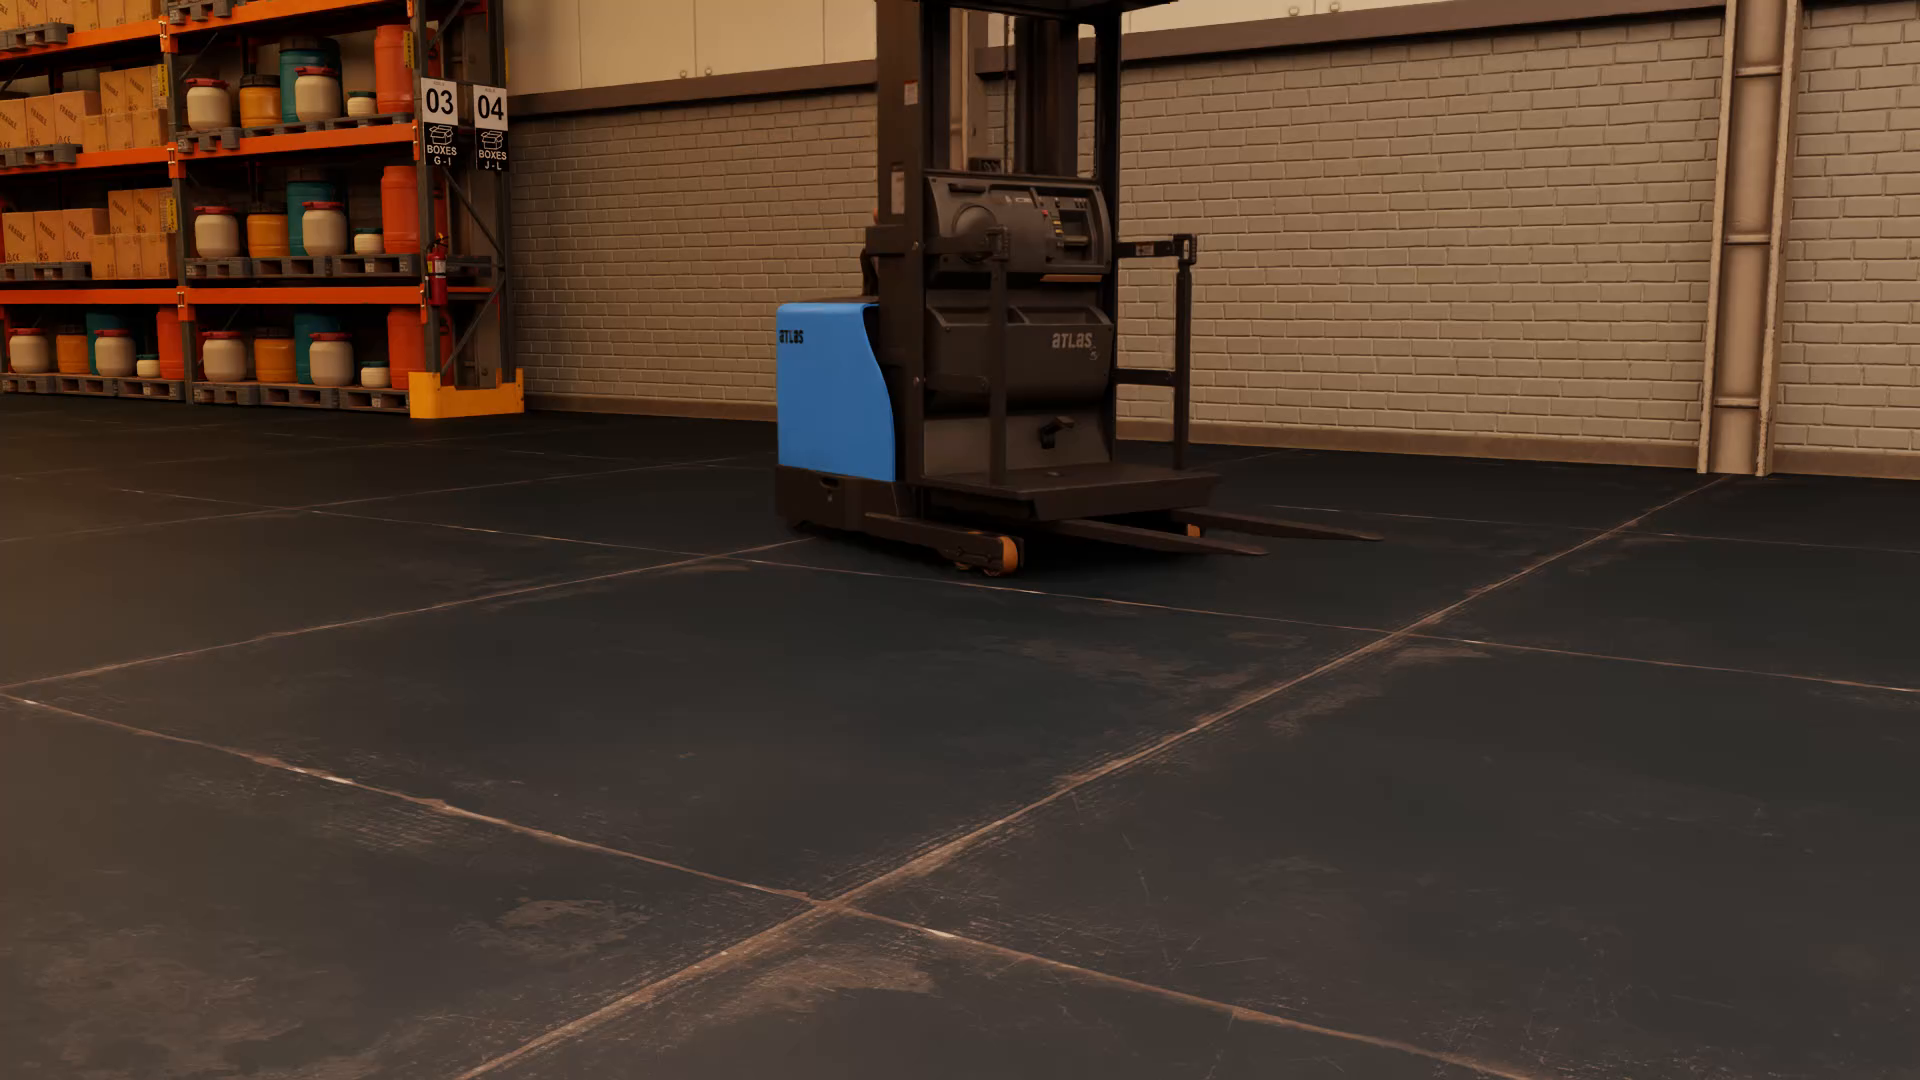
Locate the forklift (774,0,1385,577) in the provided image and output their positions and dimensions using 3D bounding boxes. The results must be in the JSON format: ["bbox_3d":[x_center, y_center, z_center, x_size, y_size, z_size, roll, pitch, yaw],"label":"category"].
[{"bbox_3d":[0.390,-1.381,6.905,1.130,2.935,3.031,-6,10,-36],"label":"forklift"}]

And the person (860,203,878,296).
[{"bbox_3d":[-0.424,-1.298,10.624,0.392,1.725,0.591,-3,8,-17],"label":"person"}]
